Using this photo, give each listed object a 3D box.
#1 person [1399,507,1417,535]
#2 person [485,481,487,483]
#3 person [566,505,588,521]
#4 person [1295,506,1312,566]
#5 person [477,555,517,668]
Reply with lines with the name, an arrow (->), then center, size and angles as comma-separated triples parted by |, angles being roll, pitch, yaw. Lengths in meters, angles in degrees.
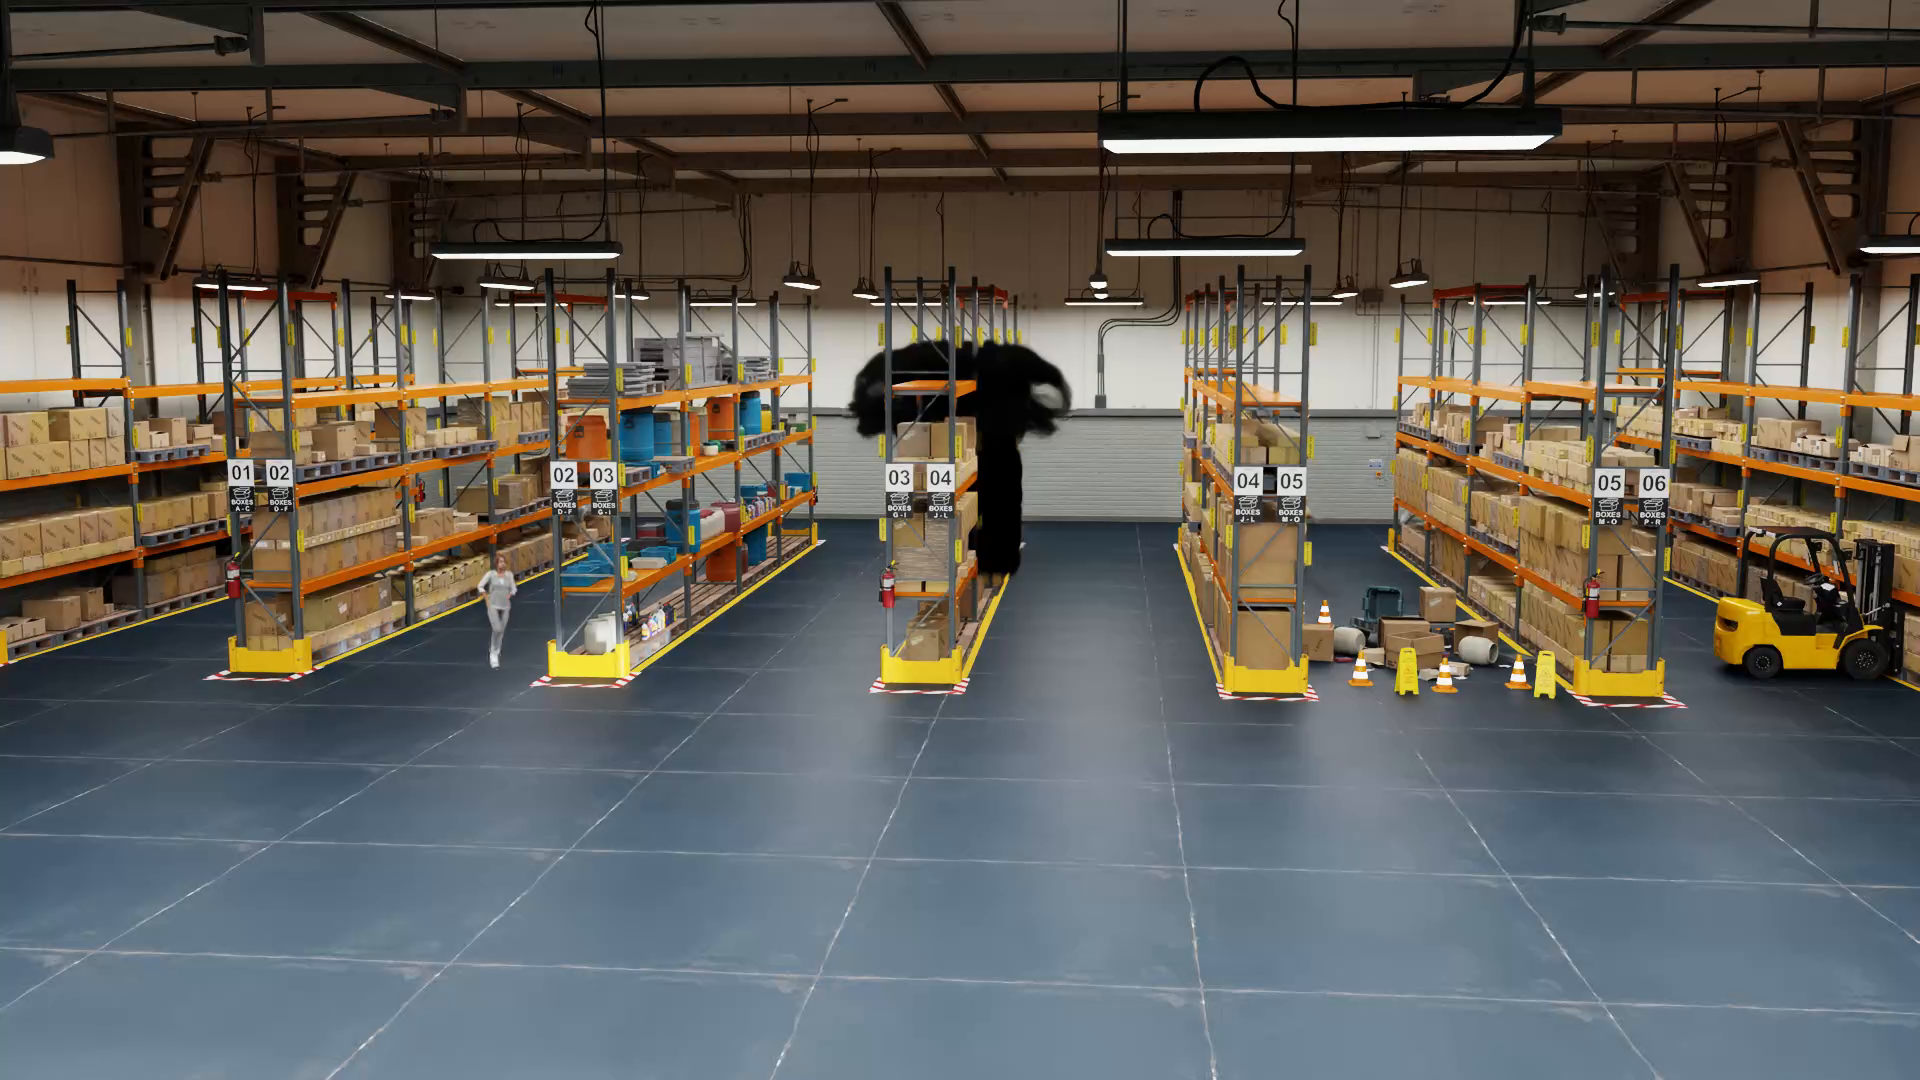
person -> 10.888, -0.743, 40.147 | 0.863, 1.771, 0.657 | 0, 7, -1
person -> -10.710, -0.492, 38.170 | 0.660, 1.785, 0.765 | 1, 7, 5
person -> -9.814, -0.991, 42.603 | 0.943, 1.767, 0.716 | 3, 8, 25
person -> 7.295, -0.159, 35.732 | 0.550, 1.721, 0.824 | -1, 7, -5
person -> -6.663, 1.039, 24.102 | 0.511, 1.627, 0.579 | -5, 8, -35
